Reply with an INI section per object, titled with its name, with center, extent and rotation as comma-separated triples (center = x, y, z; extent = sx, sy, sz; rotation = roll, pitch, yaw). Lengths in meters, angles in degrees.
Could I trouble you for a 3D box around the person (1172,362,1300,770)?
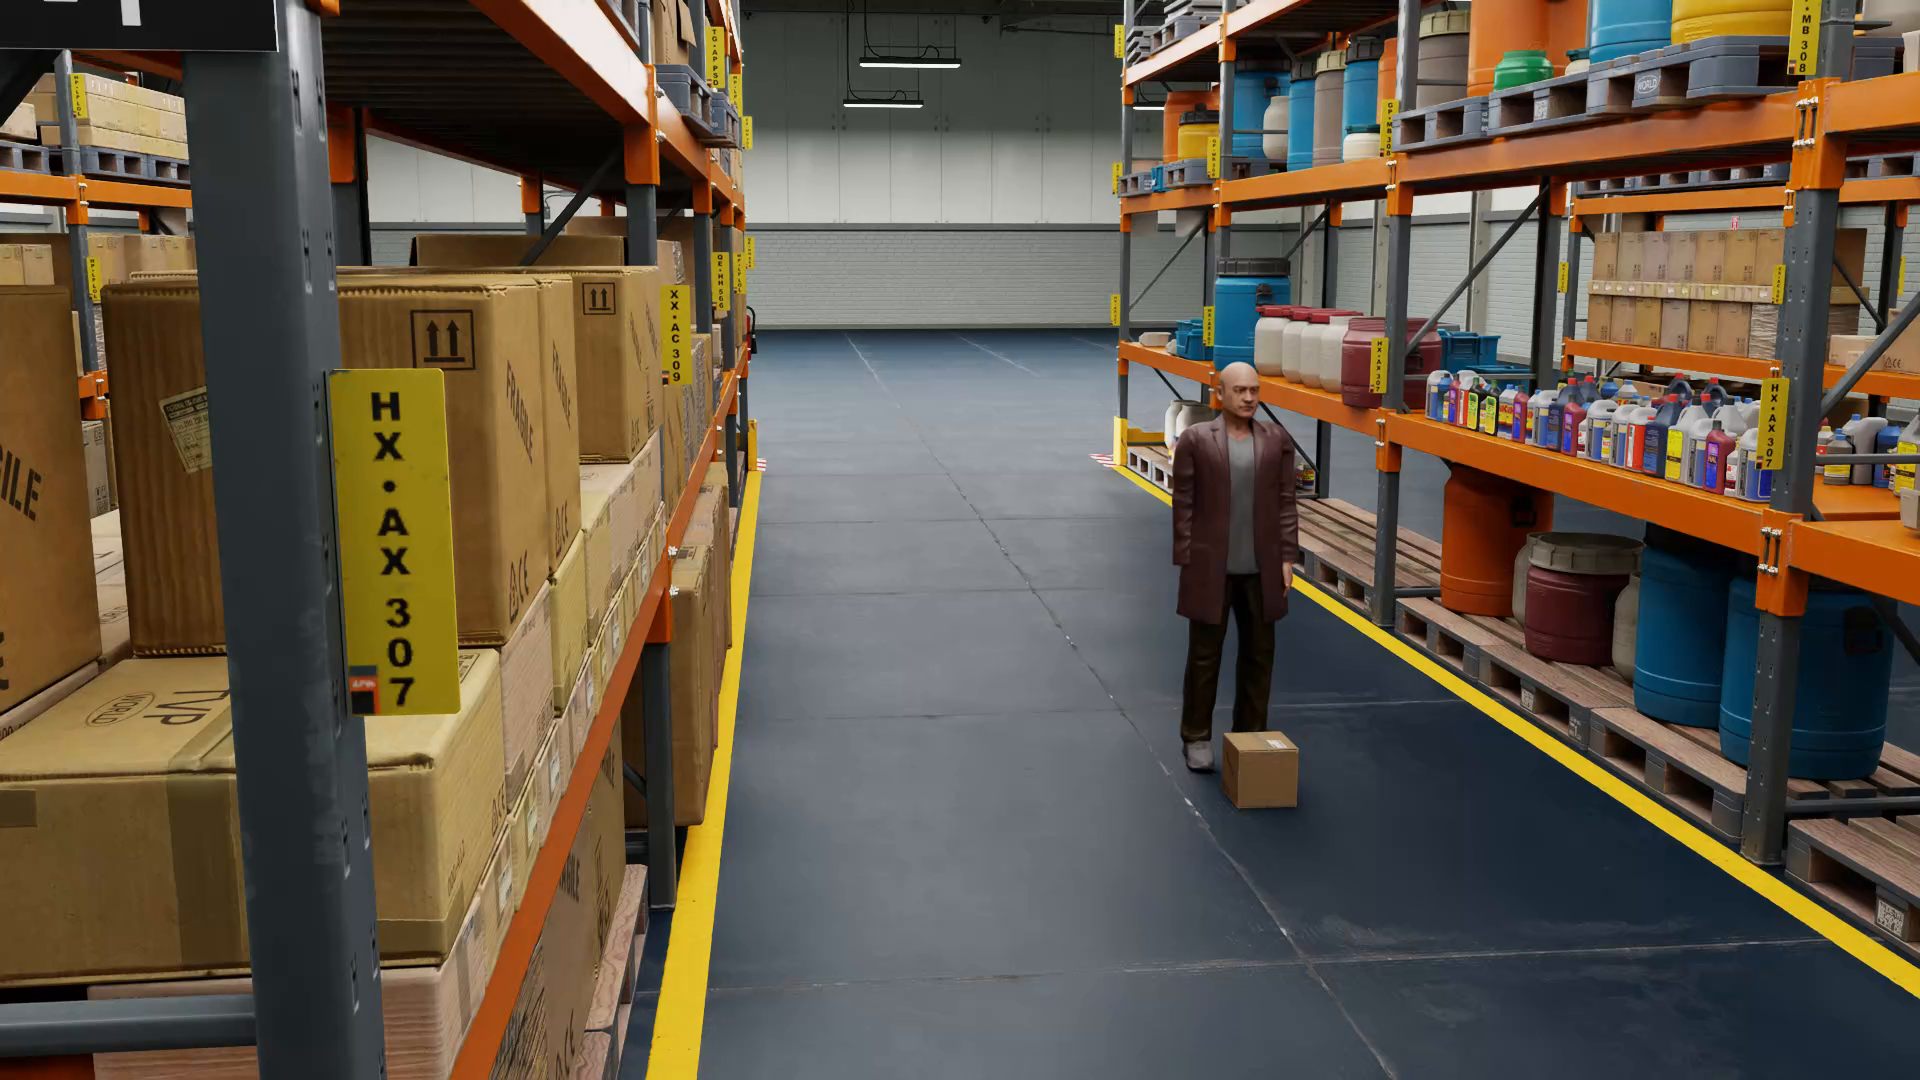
[person]
center = 1.211, 0.115, 7.284
extent = 0.561, 1.779, 0.376
rotation = -1, 10, -5
